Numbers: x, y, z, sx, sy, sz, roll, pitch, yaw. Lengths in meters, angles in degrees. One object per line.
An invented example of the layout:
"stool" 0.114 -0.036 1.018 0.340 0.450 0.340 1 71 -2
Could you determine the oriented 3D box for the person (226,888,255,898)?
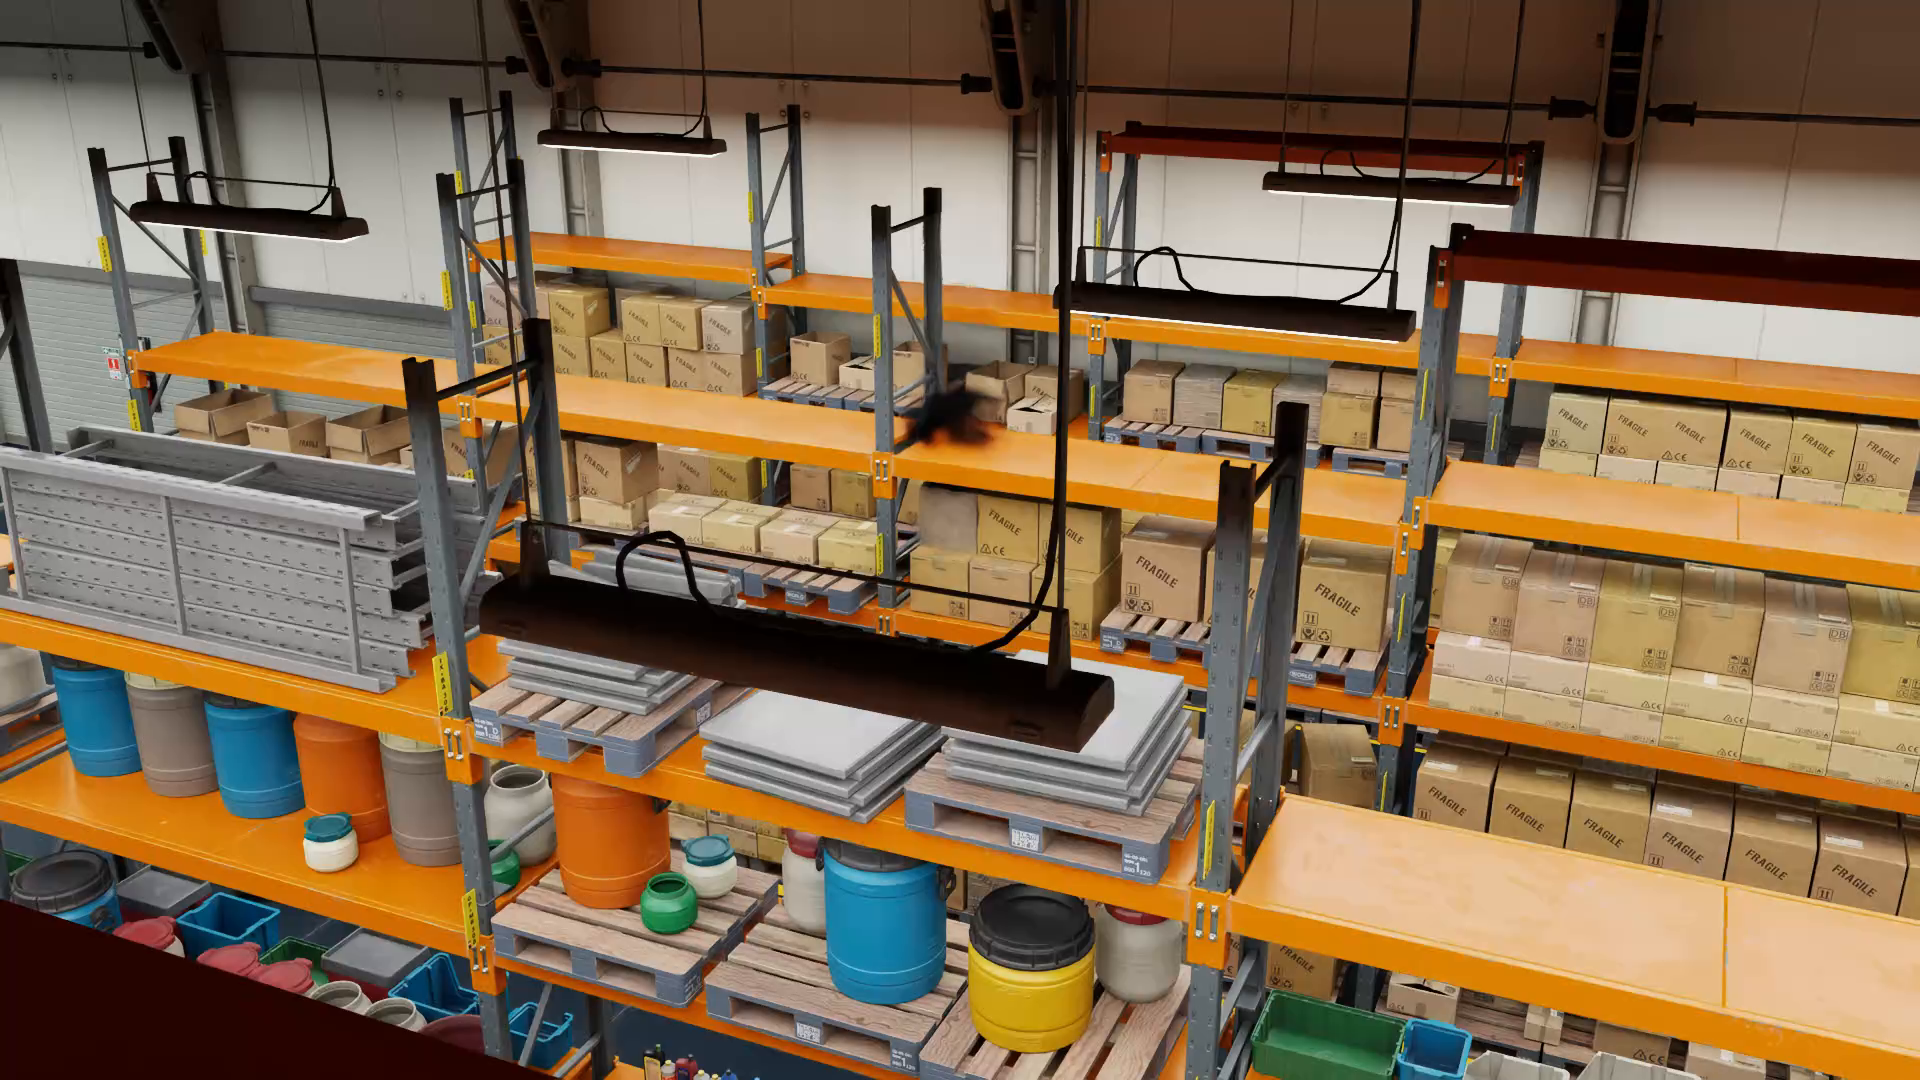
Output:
"person" -5.953 2.313 14.125 0.897 1.726 0.670 4 21 12
